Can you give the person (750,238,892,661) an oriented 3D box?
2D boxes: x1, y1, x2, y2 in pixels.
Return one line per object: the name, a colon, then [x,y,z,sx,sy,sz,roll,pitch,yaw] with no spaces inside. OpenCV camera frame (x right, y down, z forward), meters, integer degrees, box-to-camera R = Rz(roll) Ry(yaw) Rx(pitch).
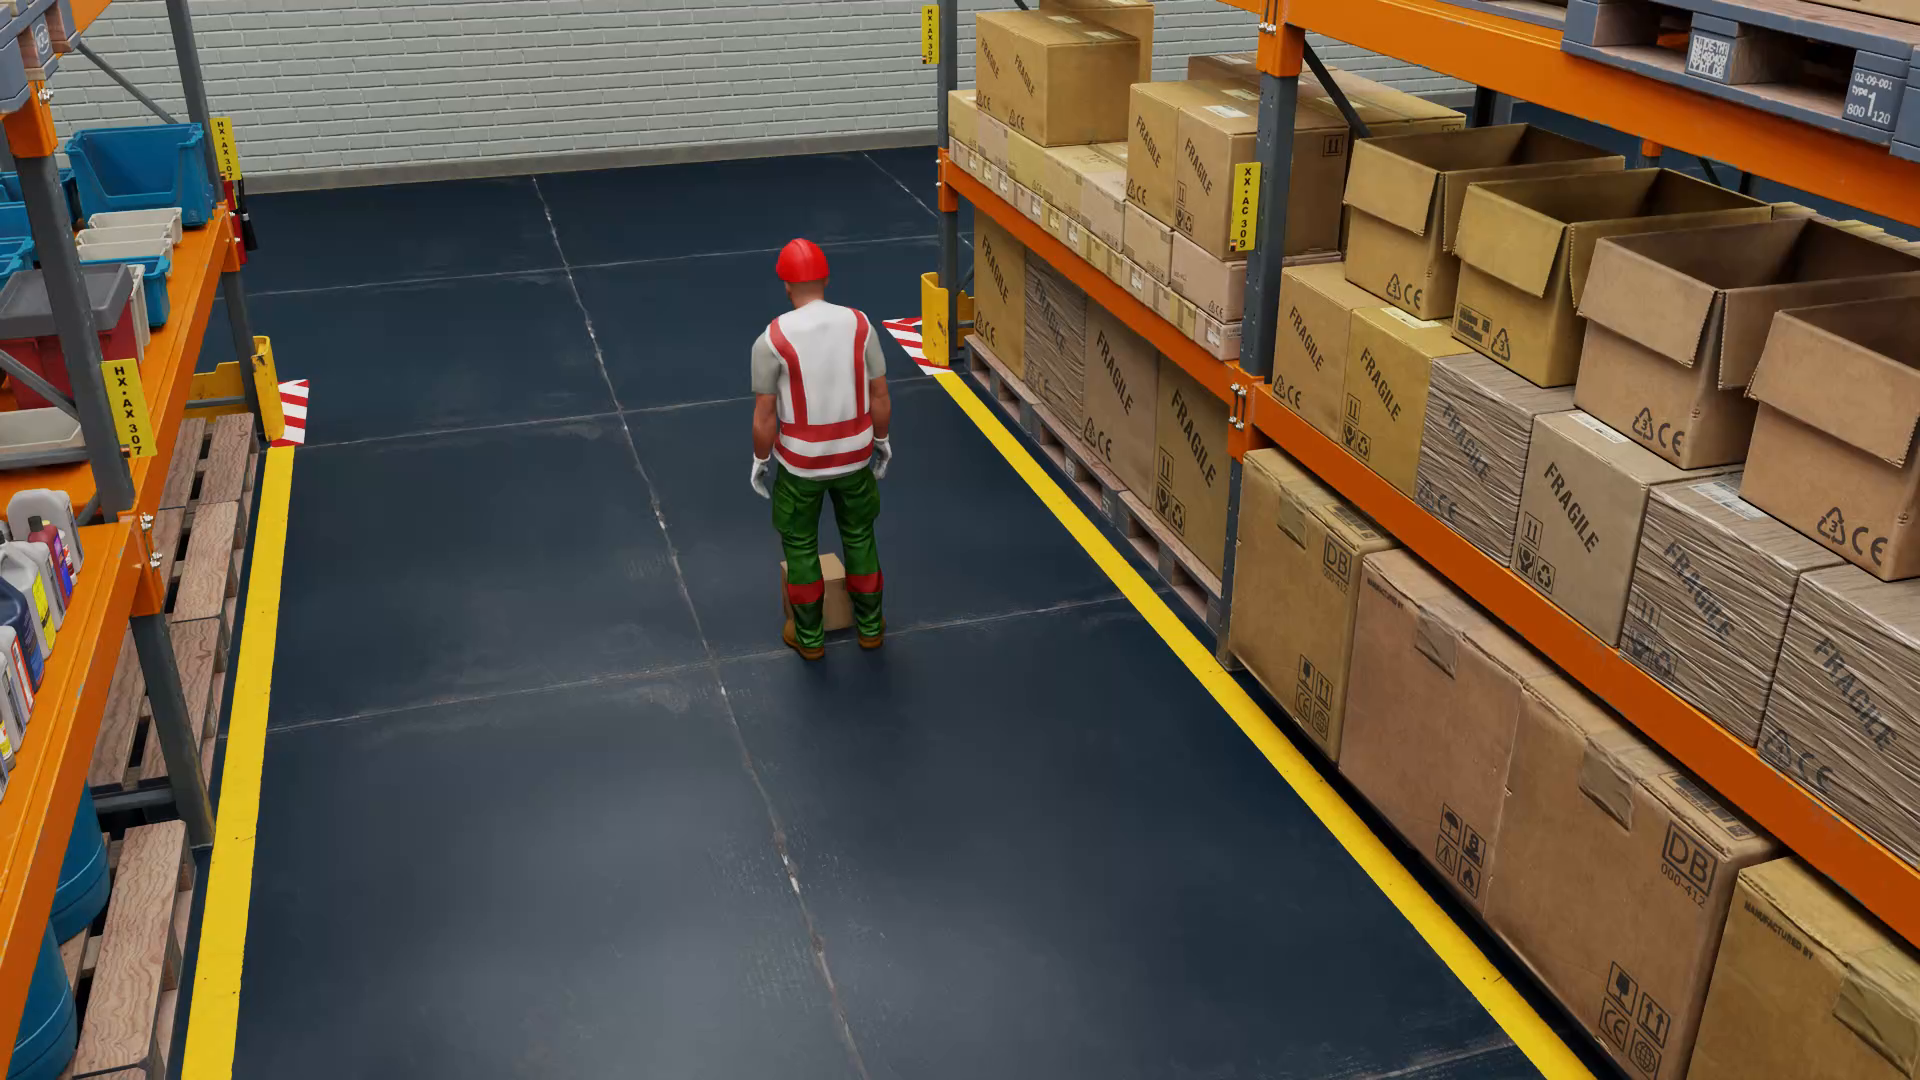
person: [-0.568,-0.350,6.812,0.609,1.777,0.453,-9,28,-19]
